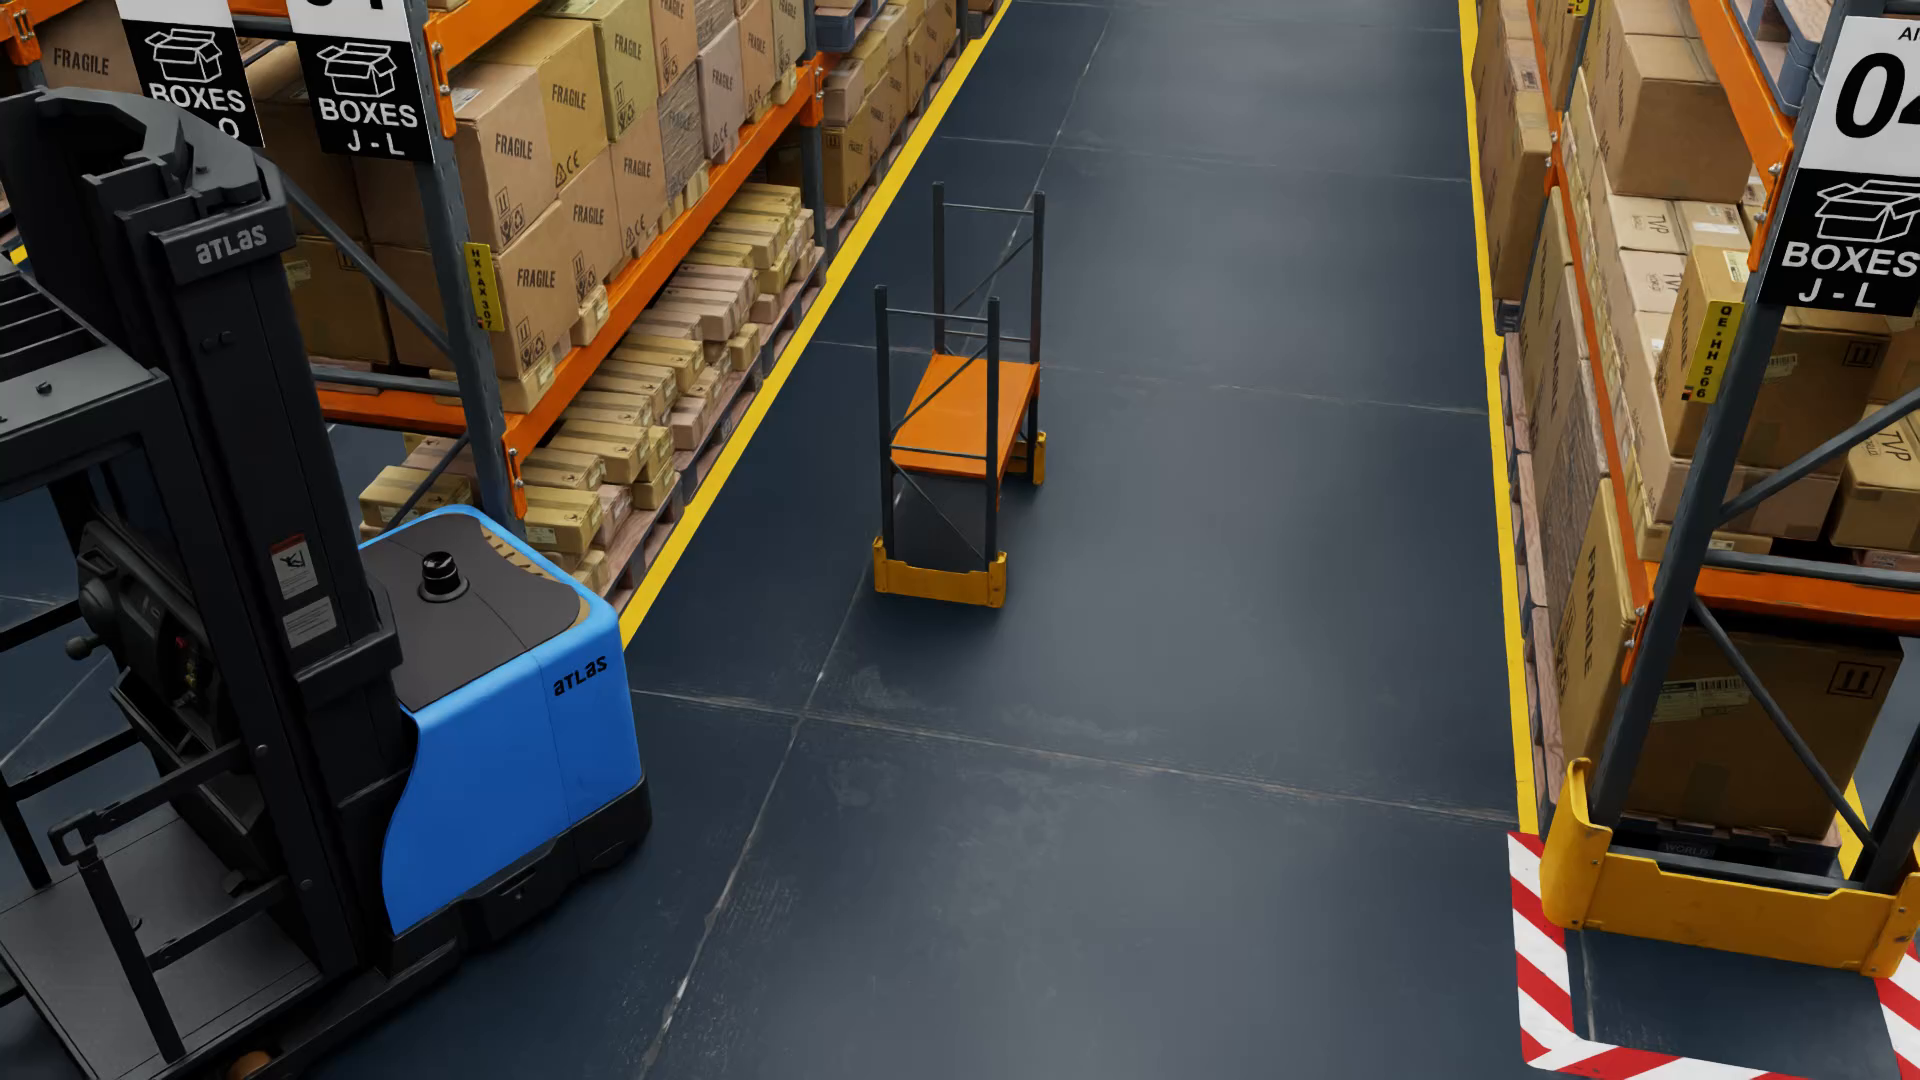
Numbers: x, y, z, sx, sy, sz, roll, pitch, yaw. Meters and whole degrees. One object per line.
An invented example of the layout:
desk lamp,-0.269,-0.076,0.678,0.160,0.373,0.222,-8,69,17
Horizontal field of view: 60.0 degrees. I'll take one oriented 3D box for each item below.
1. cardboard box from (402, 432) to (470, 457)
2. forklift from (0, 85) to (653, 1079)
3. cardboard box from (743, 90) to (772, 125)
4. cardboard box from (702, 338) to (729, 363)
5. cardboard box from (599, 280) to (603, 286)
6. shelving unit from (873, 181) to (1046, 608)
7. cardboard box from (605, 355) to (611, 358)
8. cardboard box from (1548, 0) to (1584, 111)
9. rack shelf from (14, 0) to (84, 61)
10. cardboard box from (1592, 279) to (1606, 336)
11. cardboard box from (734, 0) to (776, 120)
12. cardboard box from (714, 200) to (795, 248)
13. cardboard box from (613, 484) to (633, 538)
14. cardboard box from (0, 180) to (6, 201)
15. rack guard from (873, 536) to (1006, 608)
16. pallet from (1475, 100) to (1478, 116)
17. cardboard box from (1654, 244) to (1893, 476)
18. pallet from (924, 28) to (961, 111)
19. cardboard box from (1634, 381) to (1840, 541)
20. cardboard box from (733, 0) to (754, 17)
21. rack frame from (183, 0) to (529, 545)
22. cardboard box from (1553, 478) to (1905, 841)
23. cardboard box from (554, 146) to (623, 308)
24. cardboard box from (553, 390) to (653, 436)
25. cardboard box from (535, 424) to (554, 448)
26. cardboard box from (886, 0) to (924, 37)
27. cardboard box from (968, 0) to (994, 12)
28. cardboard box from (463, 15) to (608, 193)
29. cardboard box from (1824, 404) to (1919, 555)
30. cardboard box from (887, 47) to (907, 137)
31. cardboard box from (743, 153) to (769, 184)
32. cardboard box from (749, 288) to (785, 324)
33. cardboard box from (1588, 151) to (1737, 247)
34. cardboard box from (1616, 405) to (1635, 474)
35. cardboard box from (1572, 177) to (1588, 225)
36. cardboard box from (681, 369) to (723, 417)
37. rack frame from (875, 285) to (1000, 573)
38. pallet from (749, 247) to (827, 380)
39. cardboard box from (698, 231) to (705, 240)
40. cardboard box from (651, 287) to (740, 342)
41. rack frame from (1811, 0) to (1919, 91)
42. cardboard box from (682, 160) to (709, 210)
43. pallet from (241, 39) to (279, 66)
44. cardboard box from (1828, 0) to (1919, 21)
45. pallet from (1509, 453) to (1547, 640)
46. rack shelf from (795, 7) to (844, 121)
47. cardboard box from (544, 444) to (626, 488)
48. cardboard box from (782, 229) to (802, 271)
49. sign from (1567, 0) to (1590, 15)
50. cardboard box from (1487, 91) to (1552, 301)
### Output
cardboard box,-2.241,-0.467,7.402,0.380,0.149,0.250,7,36,9
forklift,-2.529,0.342,4.781,1.130,2.935,3.031,30,45,34
cardboard box,-1.189,-2.265,8.533,0.380,0.149,0.250,9,37,12
cardboard box,-1.397,-1.039,8.445,0.380,0.149,0.250,6,36,8
cardboard box,-1.713,-1.081,6.899,0.380,0.149,0.250,9,37,12
shelving unit,0.016,-0.651,7.370,0.587,1.500,1.083,7,37,10
cardboard box,-1.922,-0.965,8.597,0.380,0.149,0.250,6,36,9
cardboard box,3.364,-2.530,8.599,0.500,0.500,0.500,7,37,10
rack shelf,-5.723,-4.285,11.719,1.077,0.370,4.000,7,37,10
cardboard box,2.758,-0.914,6.669,0.380,0.149,0.250,8,37,11
cardboard box,-1.232,-2.417,8.191,0.500,0.500,0.500,6,36,9
cardboard box,-1.131,-1.735,9.153,0.380,0.149,0.250,8,37,11
cardboard box,-1.700,-0.153,7.476,0.380,0.149,0.250,8,37,10
cardboard box,-6.389,-2.215,10.076,0.875,0.438,0.875,7,36,9
rack guard,-0.090,0.141,7.343,0.587,0.250,0.087,7,37,10
pallet,4.143,-2.909,11.583,1.003,0.211,1.213,7,37,10
cardboard box,2.524,-0.569,5.215,0.500,0.500,0.500,8,37,11
pallet,-0.607,-3.583,12.514,1.003,0.211,1.213,7,37,10
cardboard box,2.521,-0.265,5.433,0.500,0.250,0.500,7,36,9
cardboard box,-1.234,-2.832,7.911,0.500,0.500,0.500,6,36,8
rack frame,-2.147,-0.573,5.985,1.000,3.000,0.127,7,37,10
cardboard box,2.735,0.420,6.068,0.875,0.875,0.875,7,37,10
cardboard box,-1.692,-1.267,6.604,0.500,0.500,0.500,7,37,10
cardboard box,-1.611,-0.542,7.506,0.380,0.149,0.250,6,36,8
cardboard box,-2.046,-0.487,7.684,0.380,0.149,0.250,7,37,9
cardboard box,-0.550,-3.616,11.317,0.500,0.250,0.500,8,37,11
cardboard box,-0.221,-4.757,13.316,1.050,0.750,0.750,7,36,9
cardboard box,-1.691,-1.653,6.285,0.500,0.500,0.500,8,37,11
cardboard box,3.043,-0.195,5.337,0.500,0.250,0.500,6,36,9
cardboard box,-0.666,-3.021,11.134,0.500,0.500,0.500,8,37,11
cardboard box,-1.381,-2.480,10.389,0.500,0.500,0.500,7,36,9
cardboard box,-1.175,-1.317,9.082,0.380,0.149,0.250,6,36,8
cardboard box,2.958,-1.428,7.039,0.500,0.250,0.500,8,37,11
cardboard box,2.540,-0.331,5.865,0.380,0.149,0.250,7,37,10
cardboard box,2.976,-1.505,7.484,0.380,0.149,0.250,6,36,9
cardboard box,-1.405,-0.738,8.284,0.380,0.149,0.250,7,37,10
rack frame,-0.090,-0.365,6.975,0.500,1.500,0.032,7,37,10
pallet,-1.402,-1.348,9.430,1.003,0.211,1.213,7,37,10
cardboard box,-1.649,-1.679,9.328,0.380,0.149,0.250,8,37,10
cardboard box,-1.322,-1.130,8.317,0.380,0.149,0.250,6,36,8
rack frame,2.677,-2.323,3.287,1.000,3.000,0.127,7,37,10
cardboard box,-1.389,-1.667,7.707,0.380,0.149,0.250,8,37,11
pallet,-5.801,-3.454,12.335,1.003,0.211,1.213,7,37,10
cardboard box,2.735,-1.664,4.406,0.700,0.500,0.500,5,36,7
pallet,3.034,0.070,7.474,1.003,0.211,1.213,7,37,10
rack shelf,-0.866,-3.722,10.942,1.077,0.370,4.000,7,37,10
cardboard box,-1.705,-0.279,7.397,0.380,0.149,0.250,8,37,11
cardboard box,-1.095,-1.626,9.255,0.380,0.149,0.250,6,36,8
sign,2.999,-2.686,7.981,0.100,0.325,0.005,7,37,10
cardboard box,3.648,-1.866,9.222,1.225,0.875,0.875,7,37,10
